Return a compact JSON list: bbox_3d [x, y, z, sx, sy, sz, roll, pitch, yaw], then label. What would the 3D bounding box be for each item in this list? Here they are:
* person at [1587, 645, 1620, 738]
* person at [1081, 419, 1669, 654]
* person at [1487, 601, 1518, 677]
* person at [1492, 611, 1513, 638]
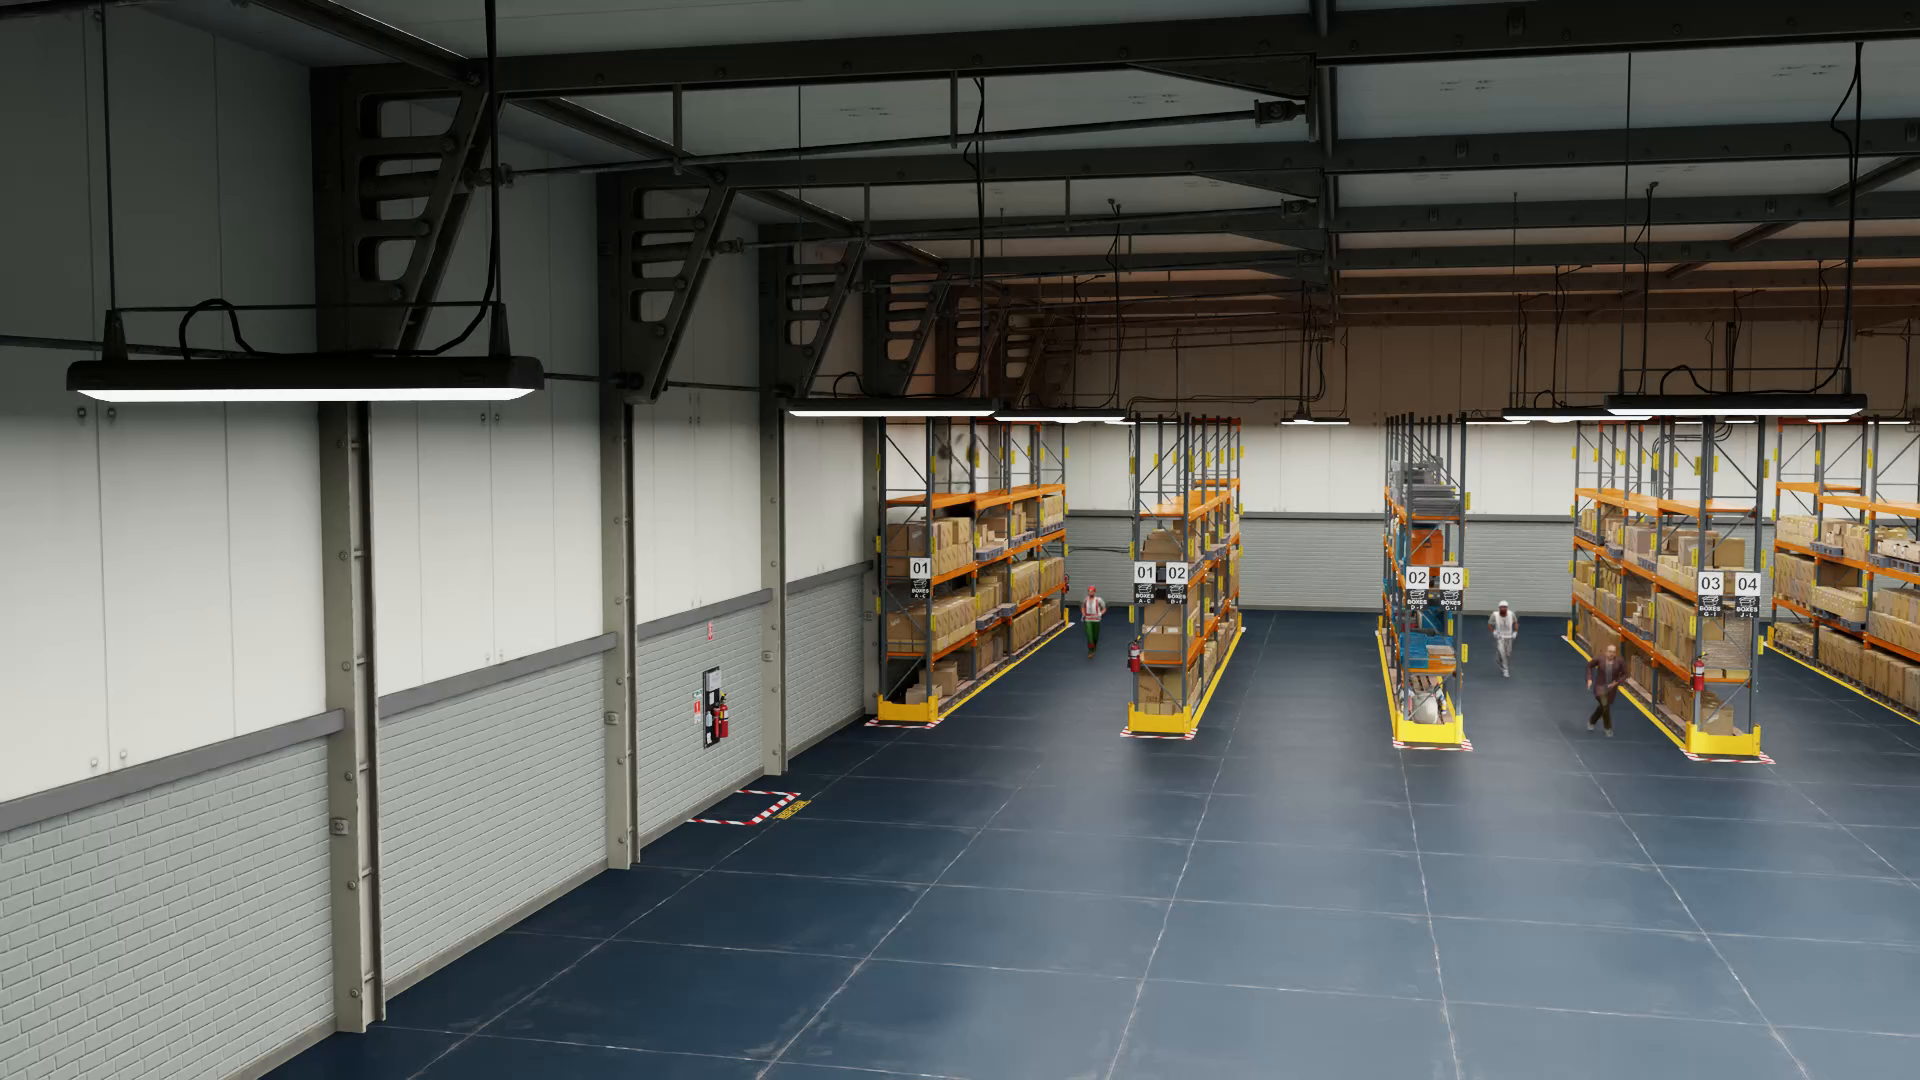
[{"bbox_3d":[12.042,2.785,31.076,0.699,1.737,0.885,0,4,5],"label":"person"},{"bbox_3d":[9.619,0.011,40.309,13.382,5.840,3.702,1,4,14],"label":"person"},{"bbox_3d":[12.576,2.268,38.589,0.704,1.751,0.799,0,4,1],"label":"person"},{"bbox_3d":[17.937,2.880,30.588,5.033,1.627,19.196,-1,4,-21],"label":"person"}]
